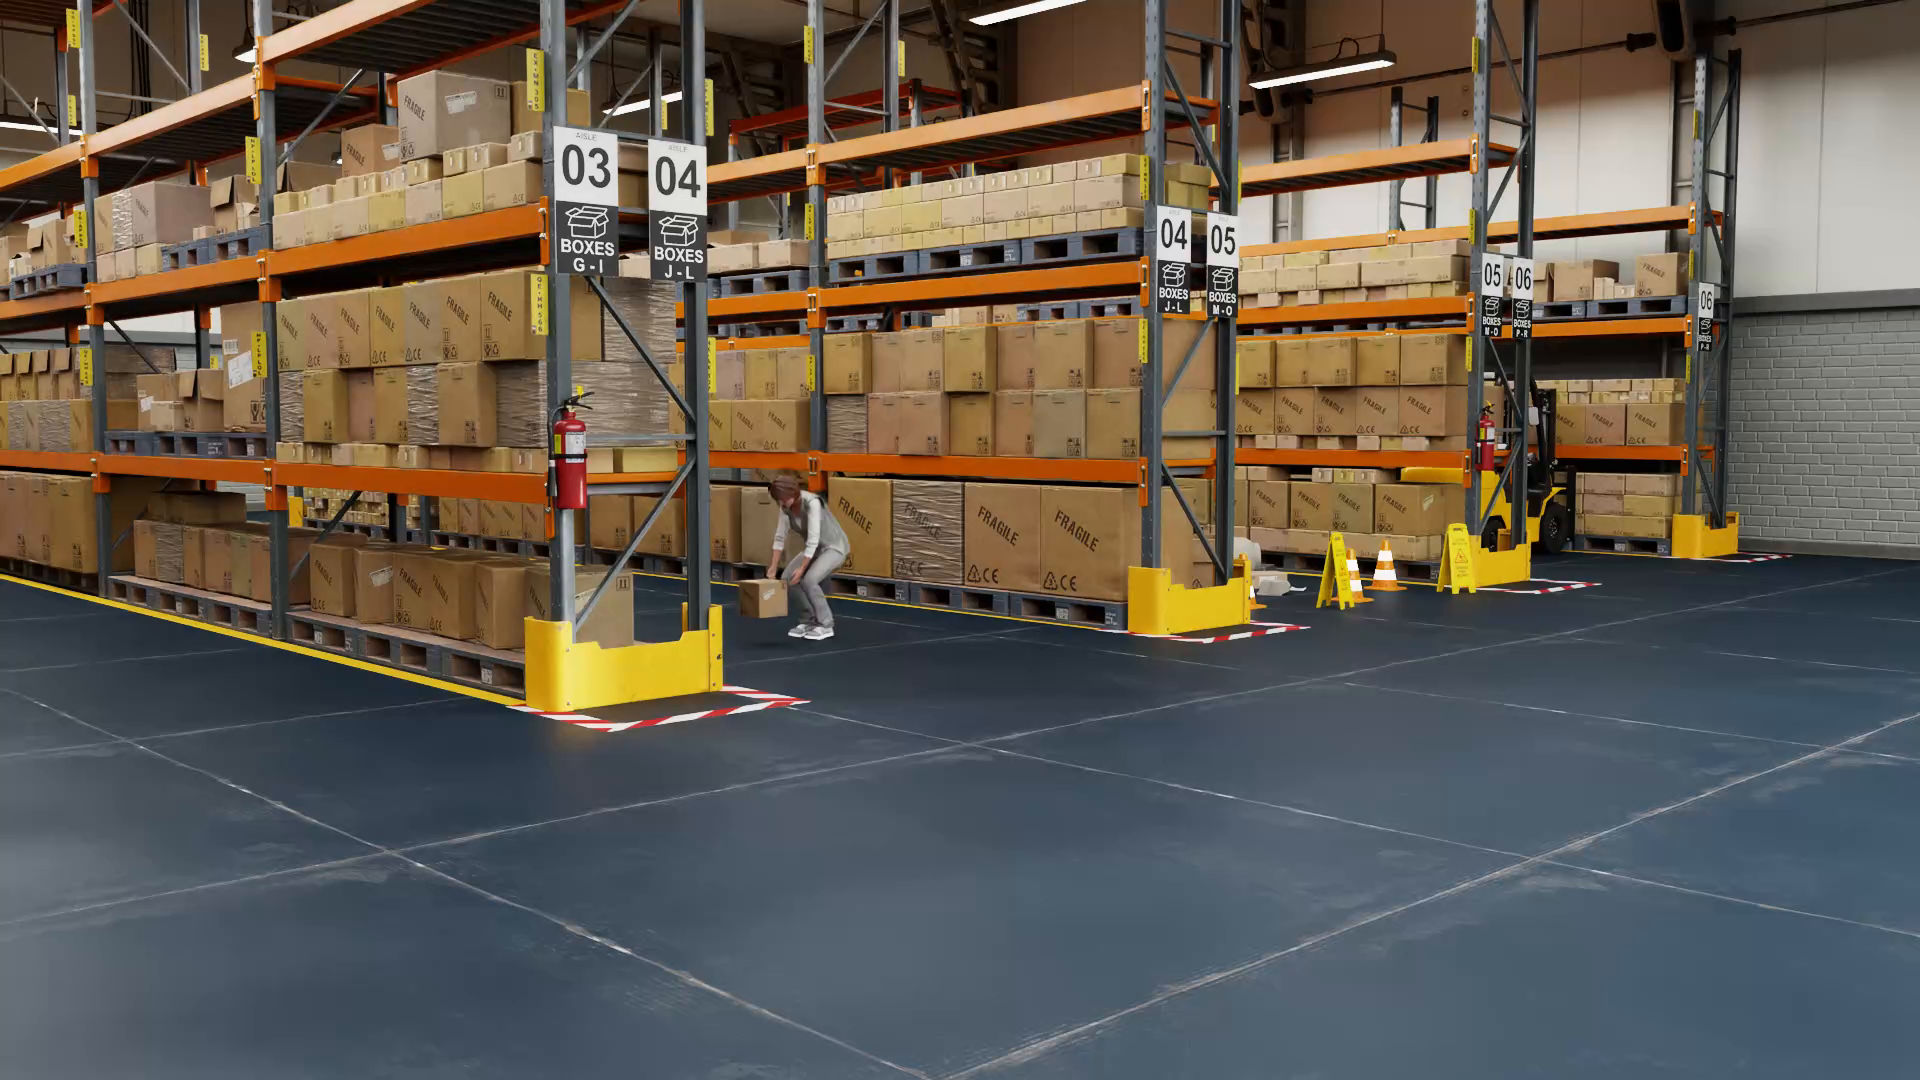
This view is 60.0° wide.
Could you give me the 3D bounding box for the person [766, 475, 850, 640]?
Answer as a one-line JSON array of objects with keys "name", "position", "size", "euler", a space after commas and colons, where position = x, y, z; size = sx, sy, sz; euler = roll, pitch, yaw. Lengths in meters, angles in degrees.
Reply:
[{"name": "person", "position": [-1.104, 0.130, 12.250], "size": [0.698, 1.203, 0.463], "euler": [-4, 6, -44]}]
